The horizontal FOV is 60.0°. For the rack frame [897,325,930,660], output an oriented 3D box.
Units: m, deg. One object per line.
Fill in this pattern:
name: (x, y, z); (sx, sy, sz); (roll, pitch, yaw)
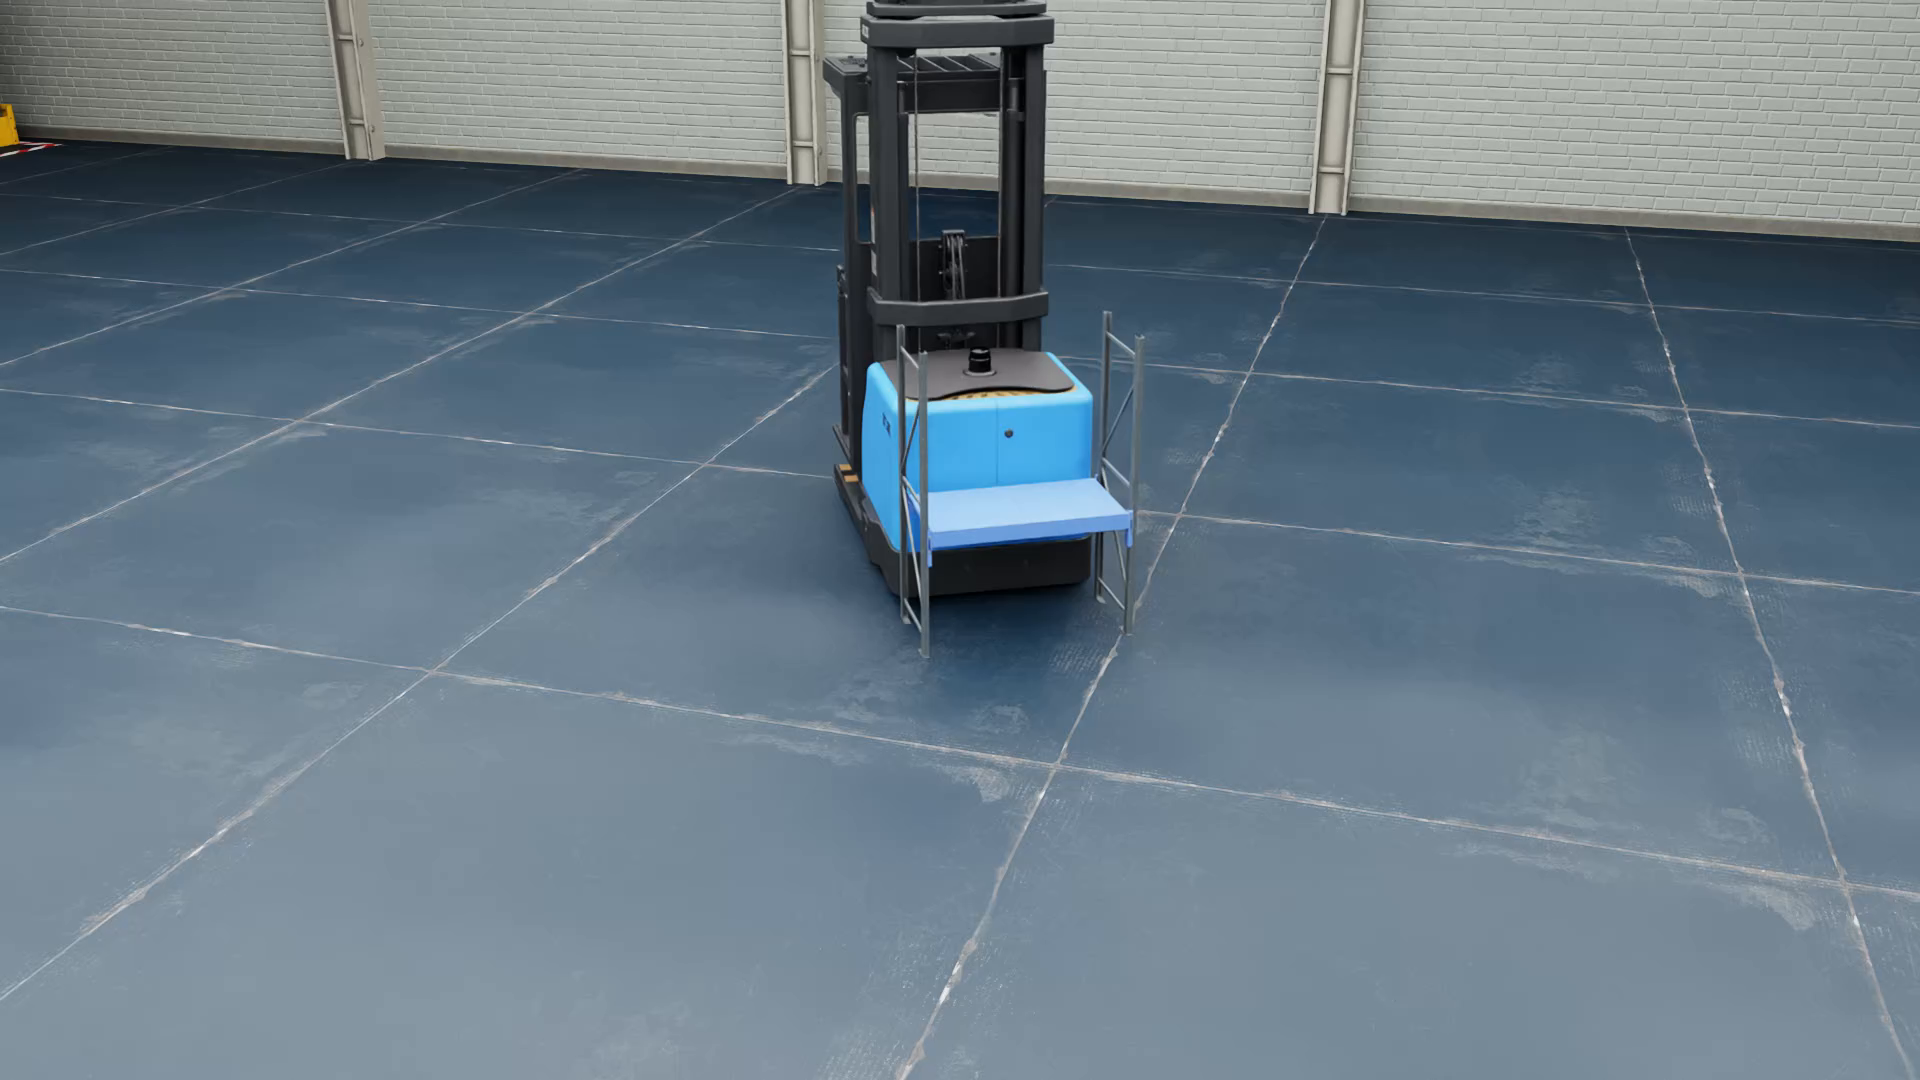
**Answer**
rack frame: (-0.220, -0.219, 7.826); (0.032, 1.500, 0.500); (-6, 23, -13)

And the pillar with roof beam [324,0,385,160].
pillar with roof beam: (-8.770, -7.446, 15.565); (0.400, 9.000, 9.100); (7, 23, 16)

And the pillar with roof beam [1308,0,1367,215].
pillar with roof beam: (2.719, -6.130, 12.358); (0.400, 9.000, 9.100); (7, 23, 16)

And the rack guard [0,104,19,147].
rack guard: (-12.841, -5.329, 21.603); (0.348, 0.500, 1.175); (7, 23, 16)

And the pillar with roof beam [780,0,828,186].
pillar with roof beam: (-3.026, -6.788, 13.961); (0.400, 9.000, 9.100); (7, 23, 16)

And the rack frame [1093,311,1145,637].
rack frame: (0.765, -0.314, 8.059); (0.032, 1.500, 0.500); (-6, 23, -13)

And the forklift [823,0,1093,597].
forklift: (-0.139, -1.596, 9.299); (1.130, 2.935, 3.031); (-5, 23, -11)

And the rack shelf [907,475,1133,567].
rack shelf: (0.272, -0.100, 8.011); (1.000, 0.185, 0.538); (-6, 23, -13)

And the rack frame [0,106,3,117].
rack frame: (-12.864, -6.488, 21.135); (0.127, 3.000, 1.000); (7, 23, 16)

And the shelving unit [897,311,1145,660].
shelving unit: (0.272, -0.266, 7.943); (1.048, 1.500, 0.538); (-6, 23, -13)
